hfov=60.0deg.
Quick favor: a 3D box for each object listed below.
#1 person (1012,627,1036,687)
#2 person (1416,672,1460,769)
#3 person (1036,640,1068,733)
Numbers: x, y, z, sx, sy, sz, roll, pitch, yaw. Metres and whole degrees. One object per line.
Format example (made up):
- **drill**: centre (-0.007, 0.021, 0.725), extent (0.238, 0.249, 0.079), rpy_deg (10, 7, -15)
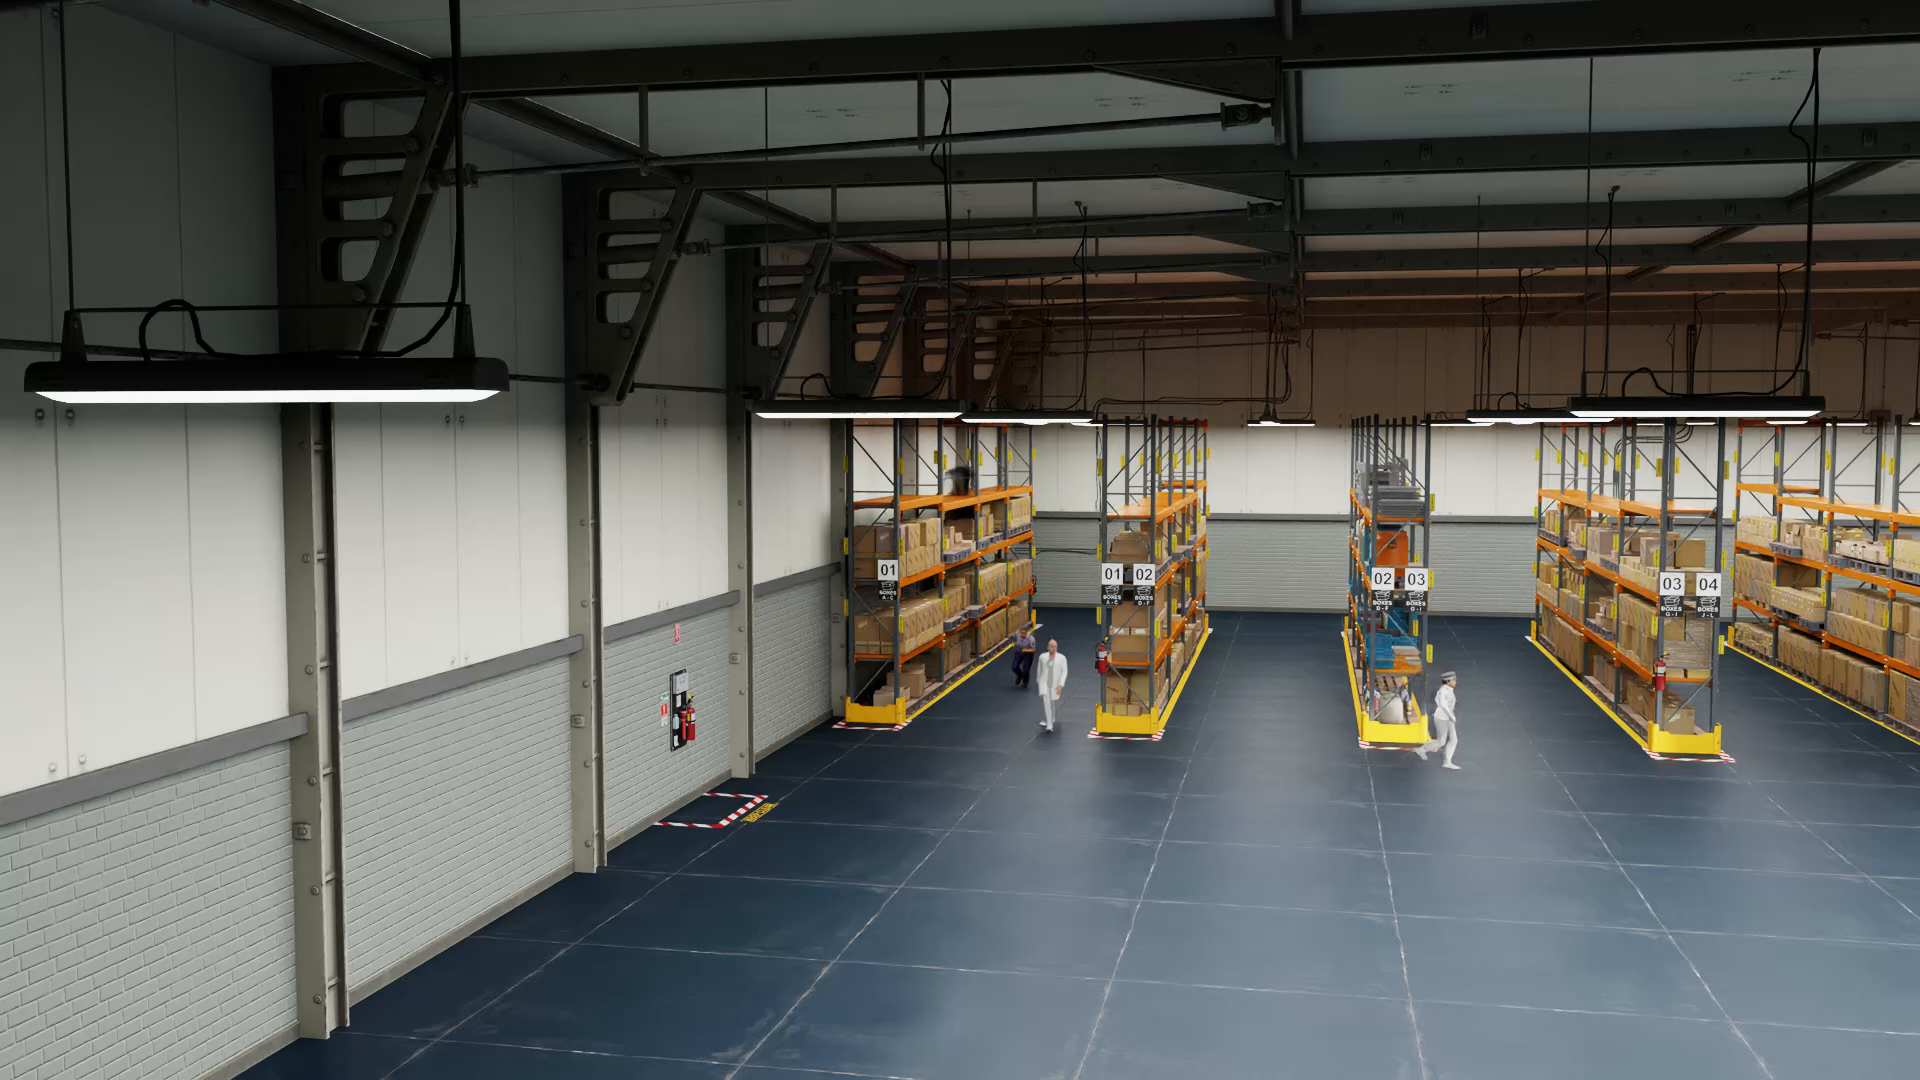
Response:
- **person**: centre (1.404, 2.574, 36.631), extent (0.622, 1.404, 0.950), rpy_deg (1, 4, 17)
- **person**: centre (8.085, 3.029, 28.083), extent (0.757, 1.652, 0.605), rpy_deg (2, 4, 29)
- **person**: centre (1.737, 2.753, 31.505), extent (0.588, 1.728, 1.057), rpy_deg (0, 4, 0)
